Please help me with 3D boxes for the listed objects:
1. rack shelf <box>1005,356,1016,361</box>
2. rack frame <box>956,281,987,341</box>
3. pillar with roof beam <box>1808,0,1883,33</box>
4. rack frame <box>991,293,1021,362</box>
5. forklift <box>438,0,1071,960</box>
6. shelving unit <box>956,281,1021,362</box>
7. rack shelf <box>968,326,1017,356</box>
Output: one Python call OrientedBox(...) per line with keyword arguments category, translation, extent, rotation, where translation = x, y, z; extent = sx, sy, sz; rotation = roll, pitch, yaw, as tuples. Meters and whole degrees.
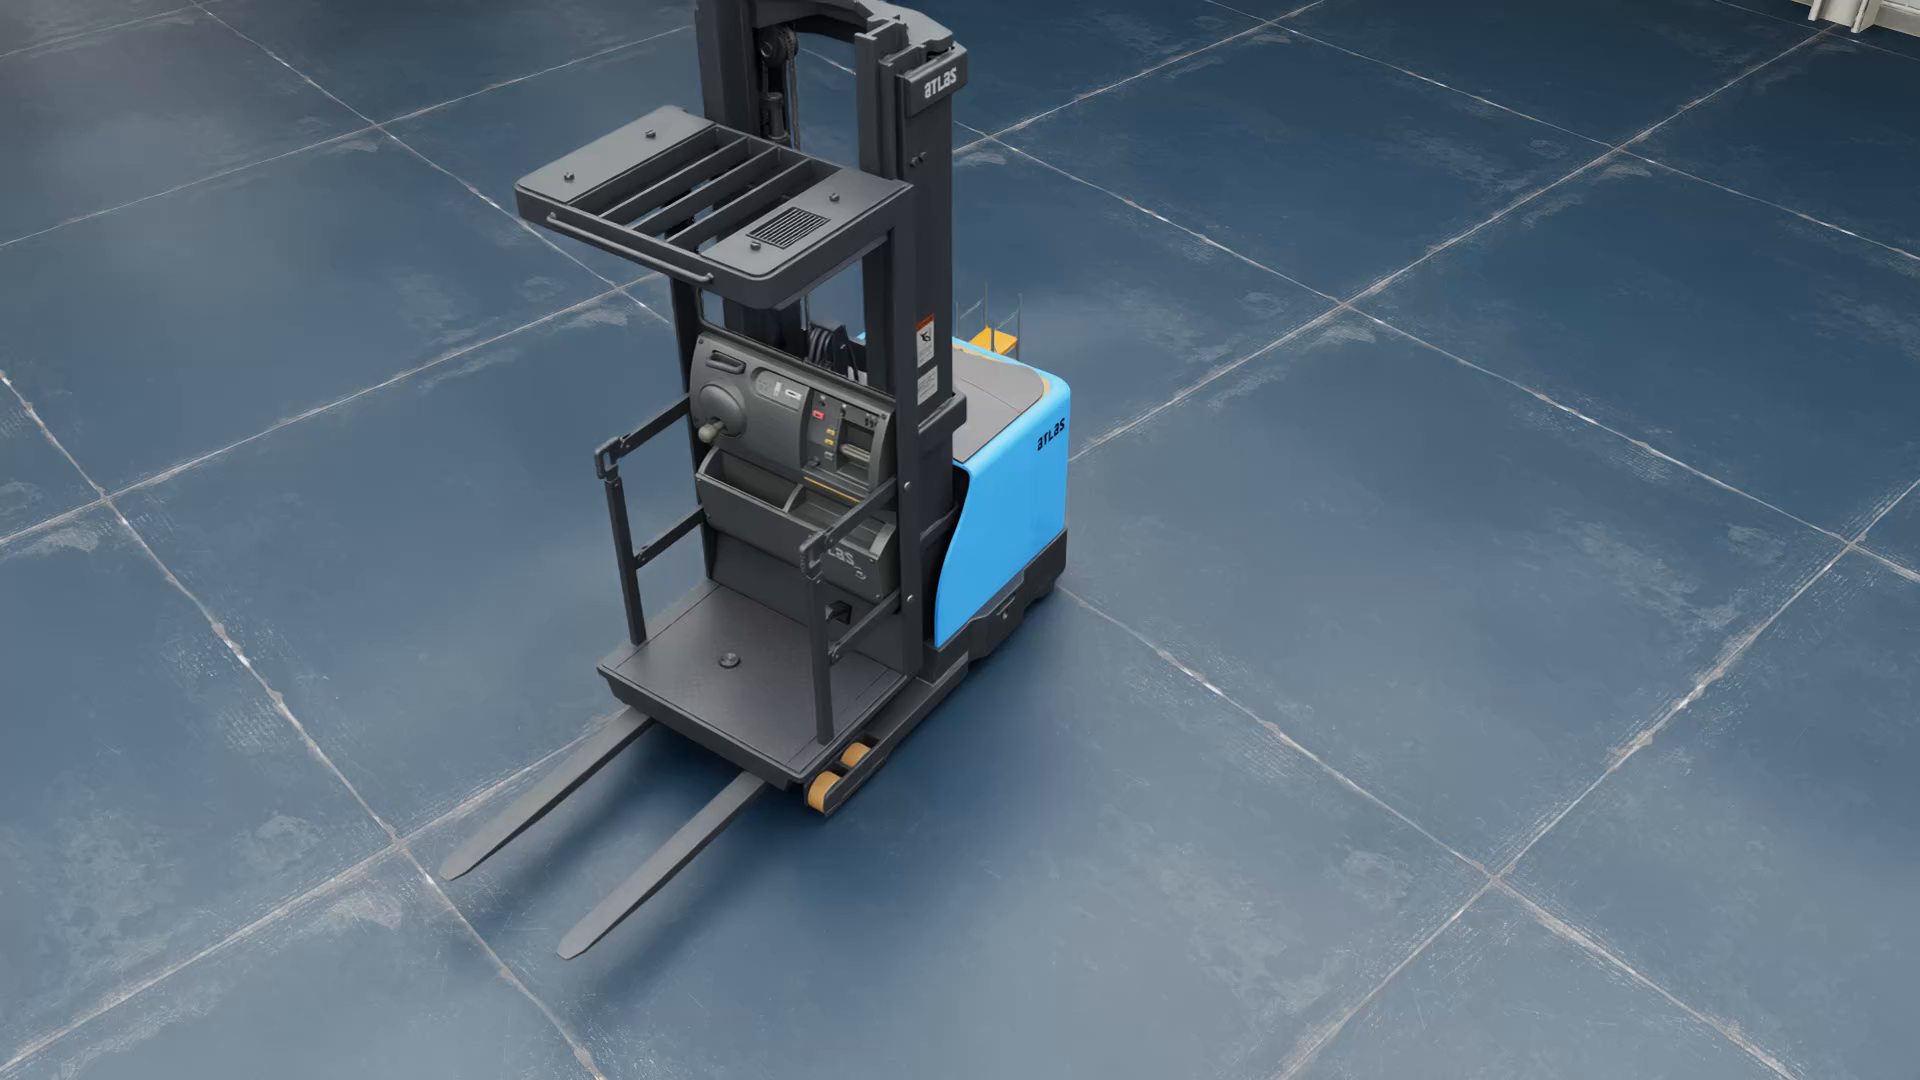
OrientedBox(category="rack shelf", translation=(0.129, -0.757, 7.629), extent=(0.180, 0.103, 0.258), rotation=(23, 44, 26))
OrientedBox(category="rack frame", translation=(0.053, -0.637, 7.791), extent=(0.006, 1.200, 0.240), rotation=(23, 44, 26))
OrientedBox(category="pillar with roof beam", translation=(3.705, -5.723, 7.882), extent=(9.100, 9.000, 0.400), rotation=(-30, 48, -32))
OrientedBox(category="rack frame", translation=(0.205, -0.573, 7.712), extent=(0.006, 1.200, 0.240), rotation=(23, 44, 26))
OrientedBox(category="forklift", translation=(-0.770, -0.401, 6.122), extent=(1.130, 2.935, 3.031), rotation=(24, 45, 27))
OrientedBox(category="shelving unit", translation=(0.129, -0.605, 7.751), extent=(0.189, 1.200, 0.258), rotation=(23, 44, 26))
OrientedBox(category="rack shelf", translation=(0.129, -0.850, 7.553), extent=(0.180, 0.103, 0.258), rotation=(23, 44, 26))
